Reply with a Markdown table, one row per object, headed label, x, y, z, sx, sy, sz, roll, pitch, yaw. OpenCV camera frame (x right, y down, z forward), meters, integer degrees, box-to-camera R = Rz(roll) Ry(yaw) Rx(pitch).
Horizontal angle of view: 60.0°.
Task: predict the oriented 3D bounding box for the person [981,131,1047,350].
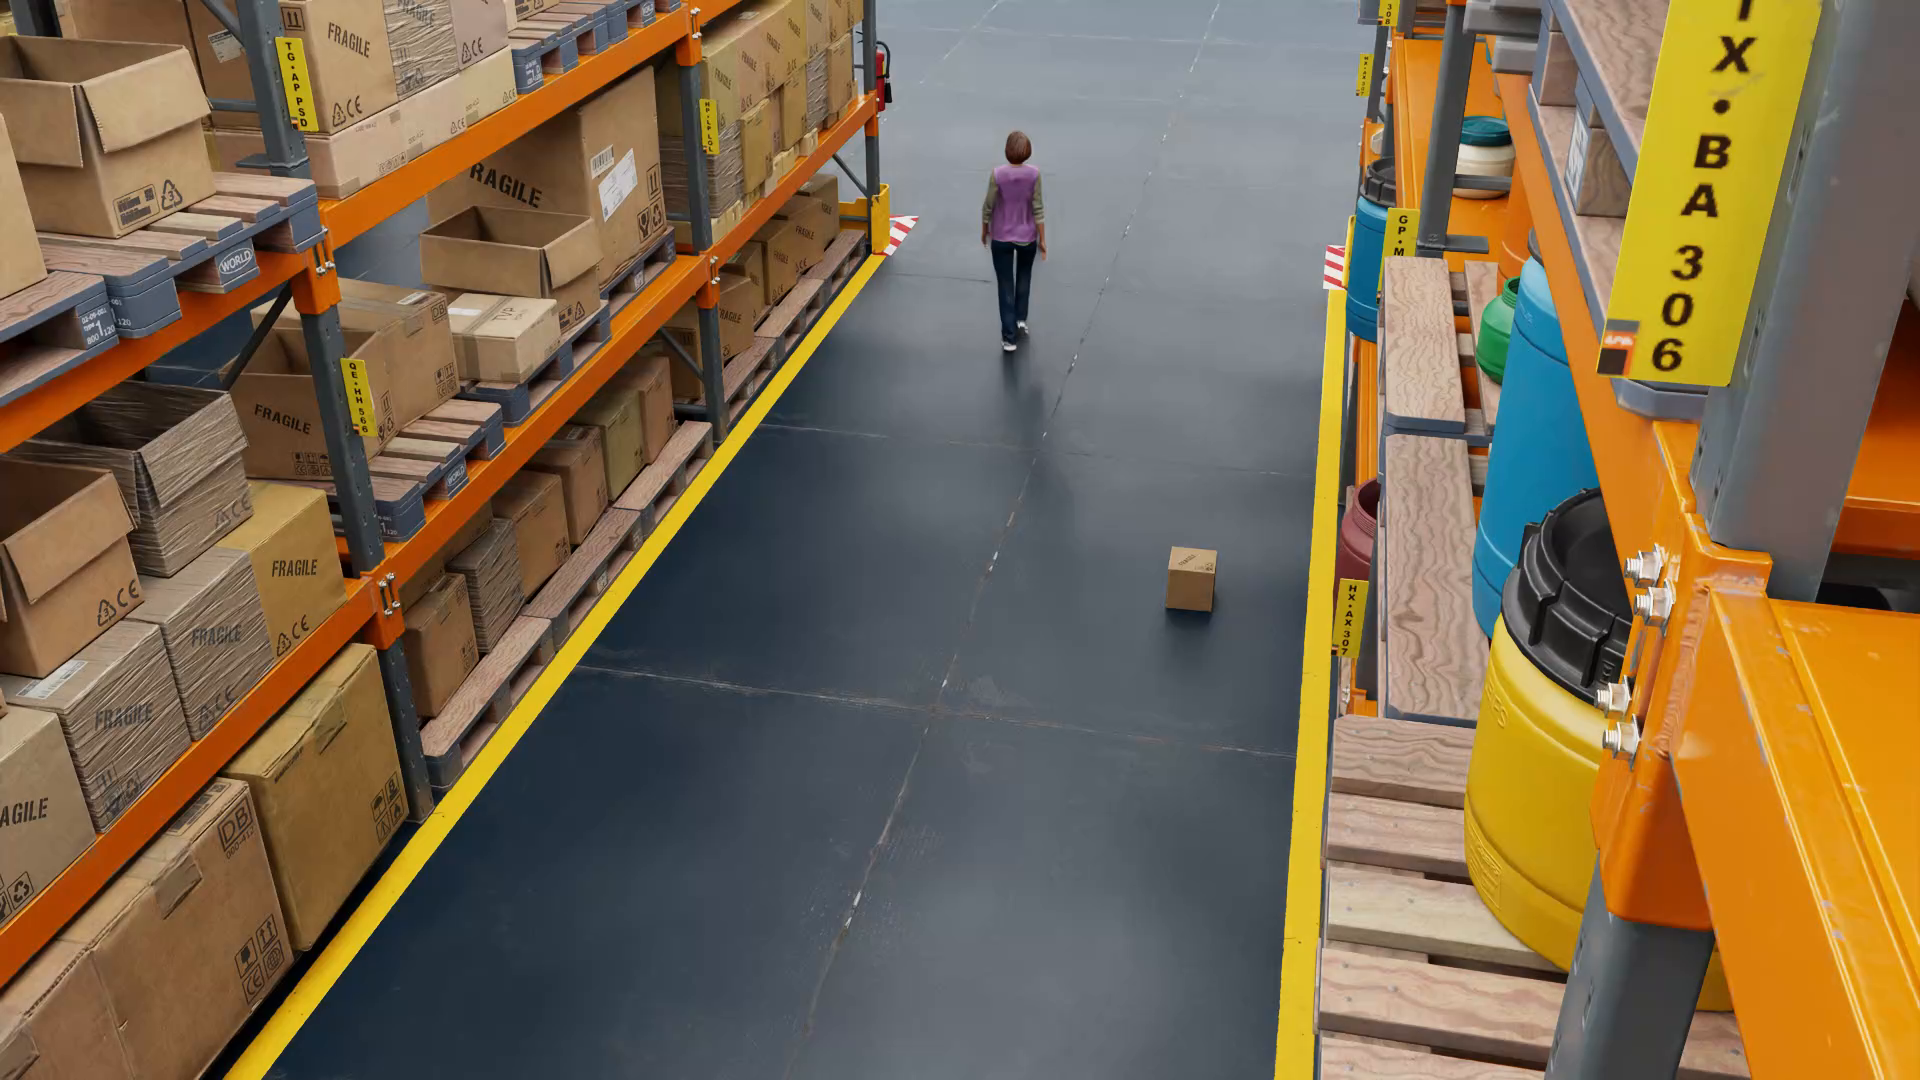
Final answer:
| label | x | y | z | sx | sy | sz | roll | pitch | yaw |
| --- | --- | --- | --- | --- | --- | --- | --- | --- | --- |
| person | 0.379 | -2.171 | 12.048 | 0.454 | 1.614 | 0.667 | -3 | 29 | -6 |
